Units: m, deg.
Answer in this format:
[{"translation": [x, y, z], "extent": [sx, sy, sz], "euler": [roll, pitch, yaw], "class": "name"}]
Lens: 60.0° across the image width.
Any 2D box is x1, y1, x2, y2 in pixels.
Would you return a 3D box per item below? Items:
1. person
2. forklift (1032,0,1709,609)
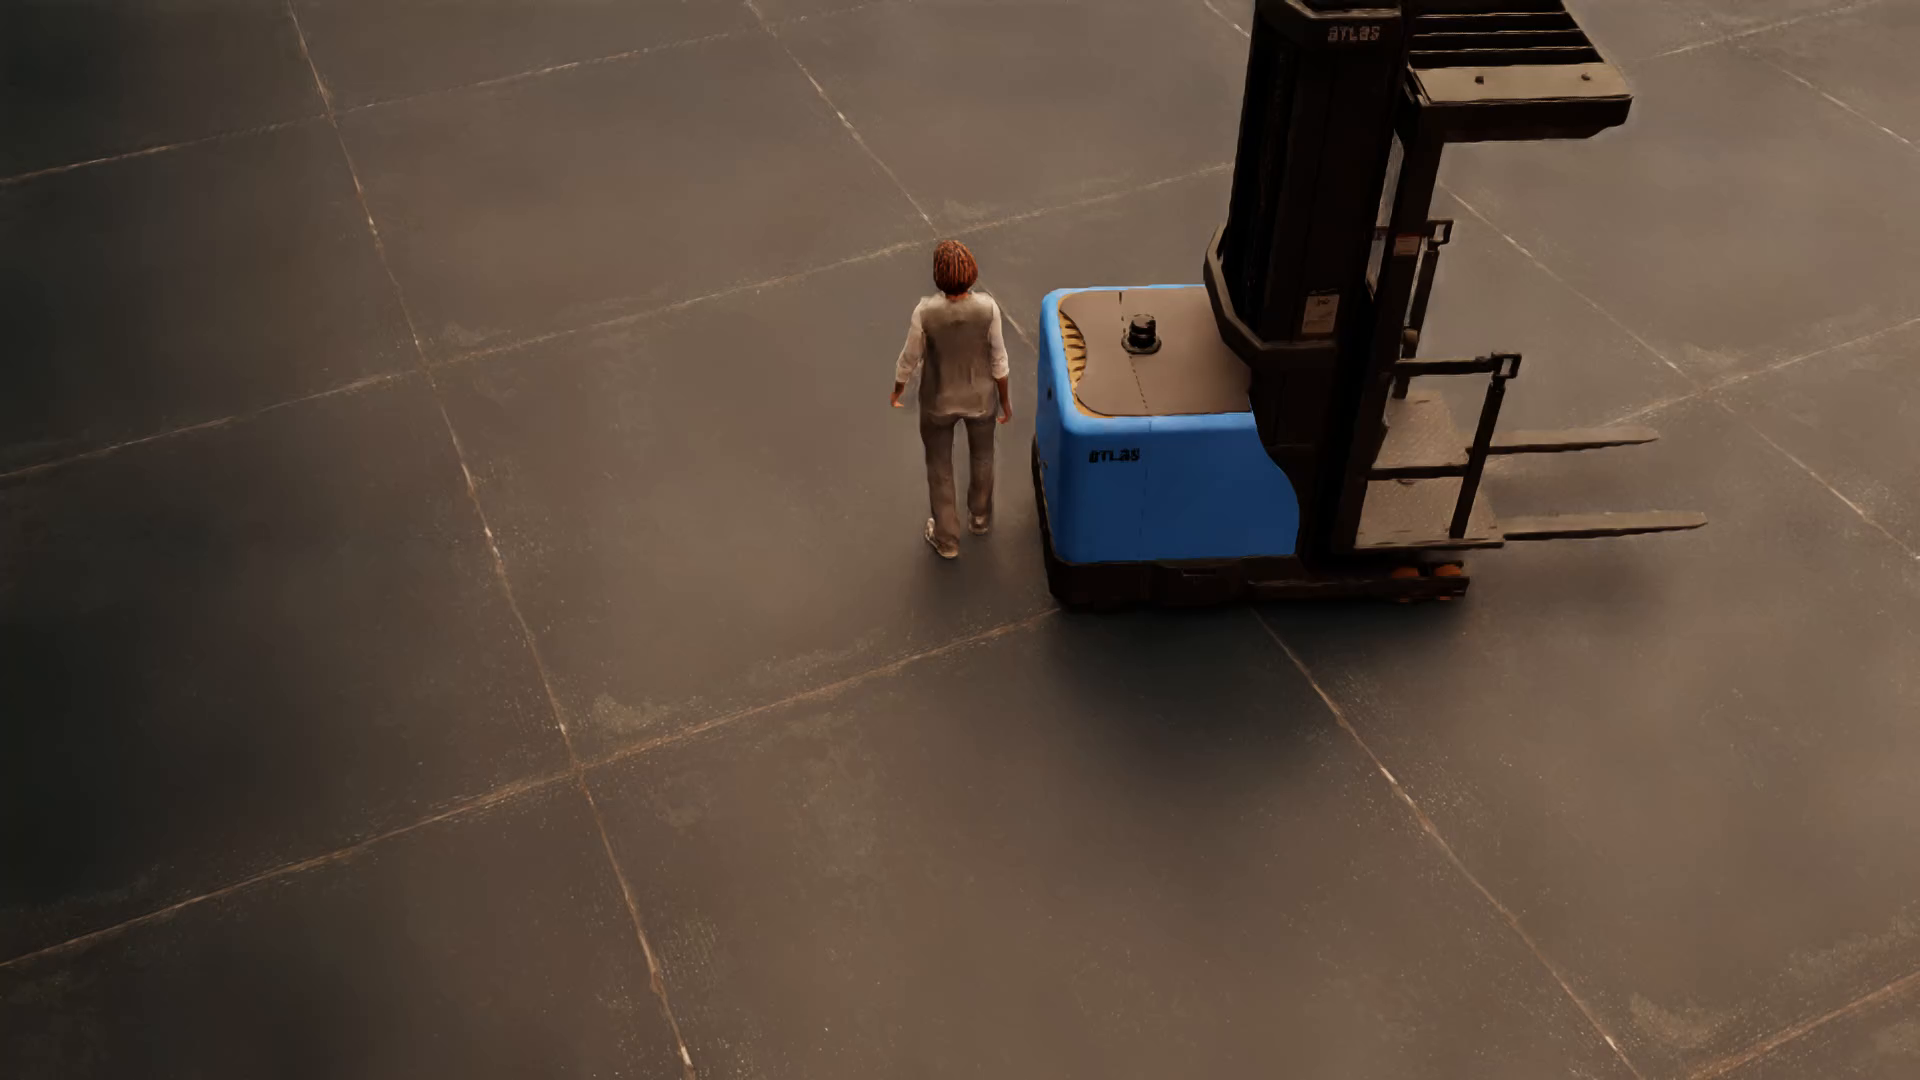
[{"translation": [-0.037, -0.618, 7.336], "extent": [0.528, 1.582, 0.438], "euler": [-6, 43, -6], "class": "person"}, {"translation": [1.888, -1.152, 6.914], "extent": [3.031, 2.935, 1.130], "euler": [-2, 43, -3], "class": "forklift"}]
